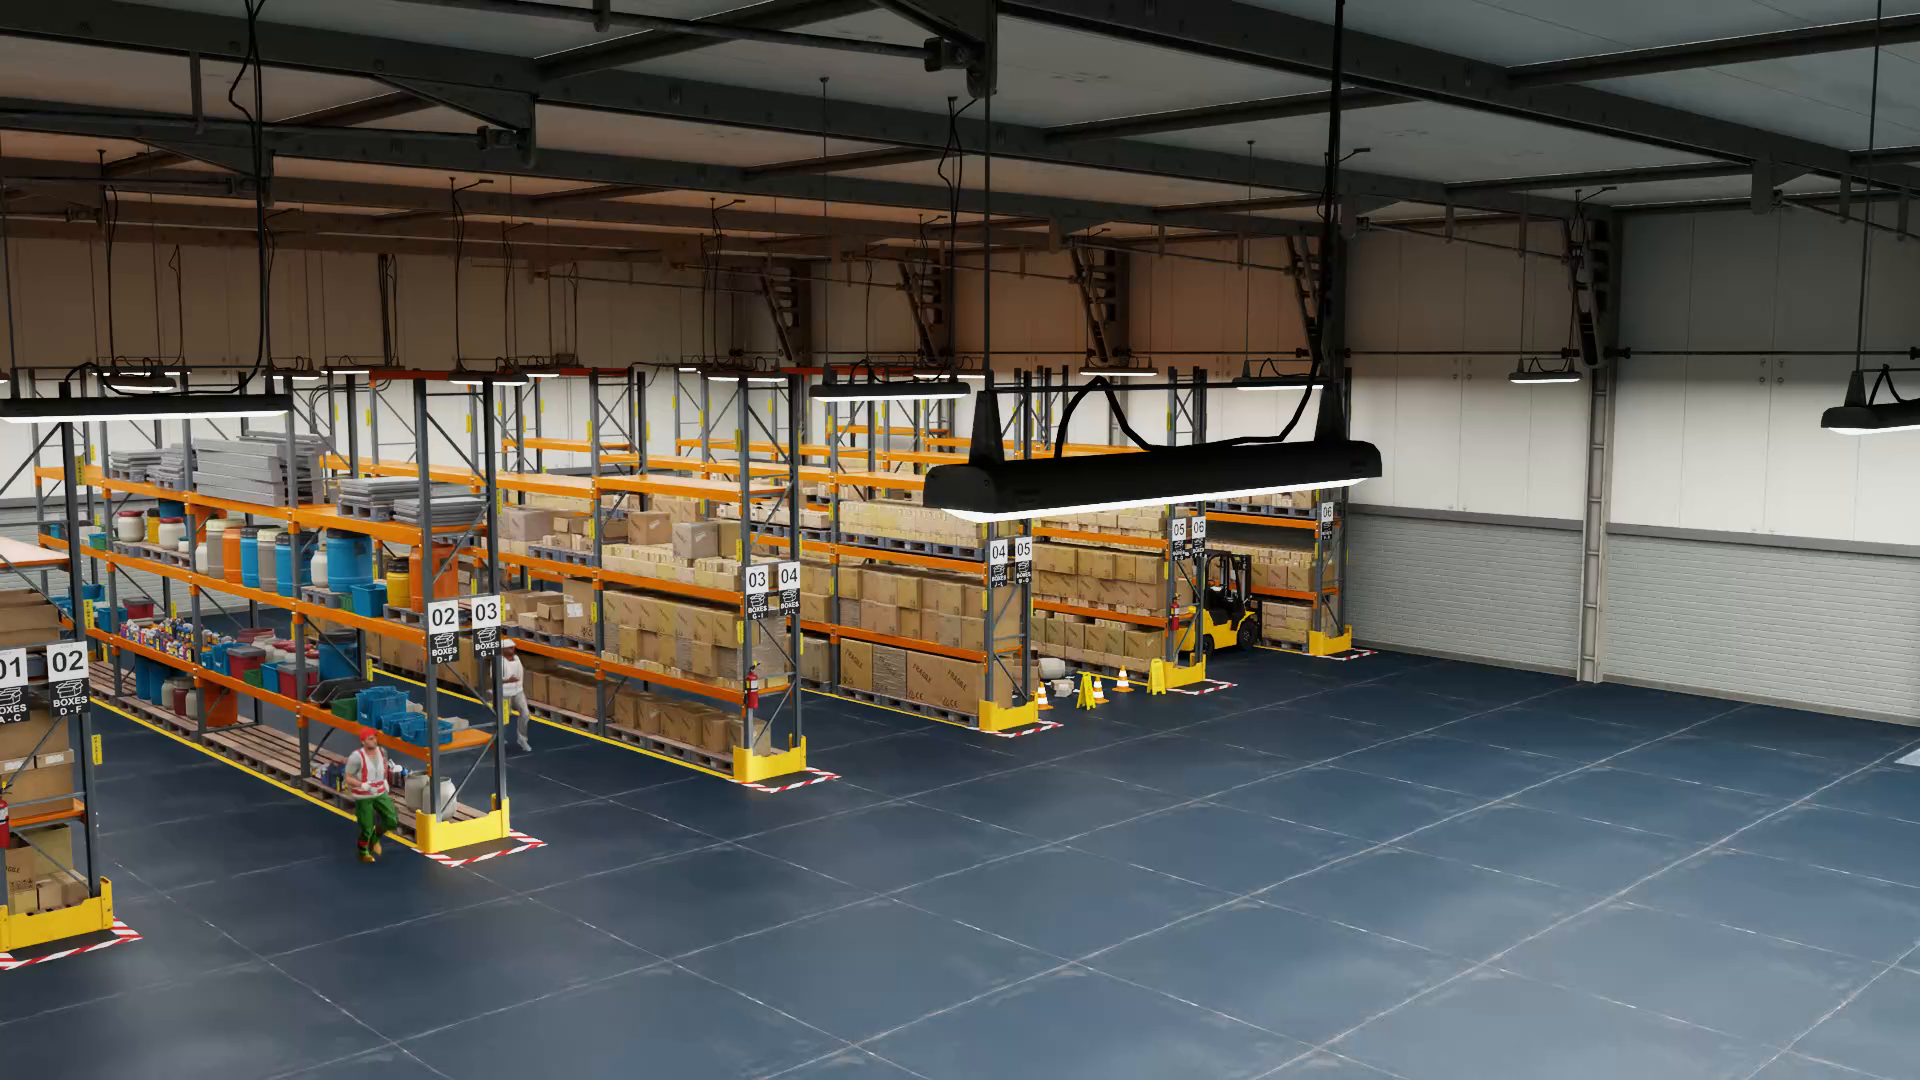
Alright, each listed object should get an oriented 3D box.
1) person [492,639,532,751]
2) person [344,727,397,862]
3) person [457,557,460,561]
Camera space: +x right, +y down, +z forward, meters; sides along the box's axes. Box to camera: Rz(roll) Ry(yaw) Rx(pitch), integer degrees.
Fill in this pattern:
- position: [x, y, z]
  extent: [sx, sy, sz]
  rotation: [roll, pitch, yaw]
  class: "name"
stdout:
- position: [-7.178, 2.473, 26.490]
  extent: [0.787, 1.831, 0.676]
  rotation: [5, 8, 35]
  class: "person"
- position: [-7.251, 3.155, 20.541]
  extent: [0.664, 1.729, 0.673]
  rotation: [5, 8, 39]
  class: "person"
- position: [-11.749, 1.181, 38.632]
  extent: [0.605, 1.613, 0.675]
  rotation: [-1, 6, -5]
  class: "person"
